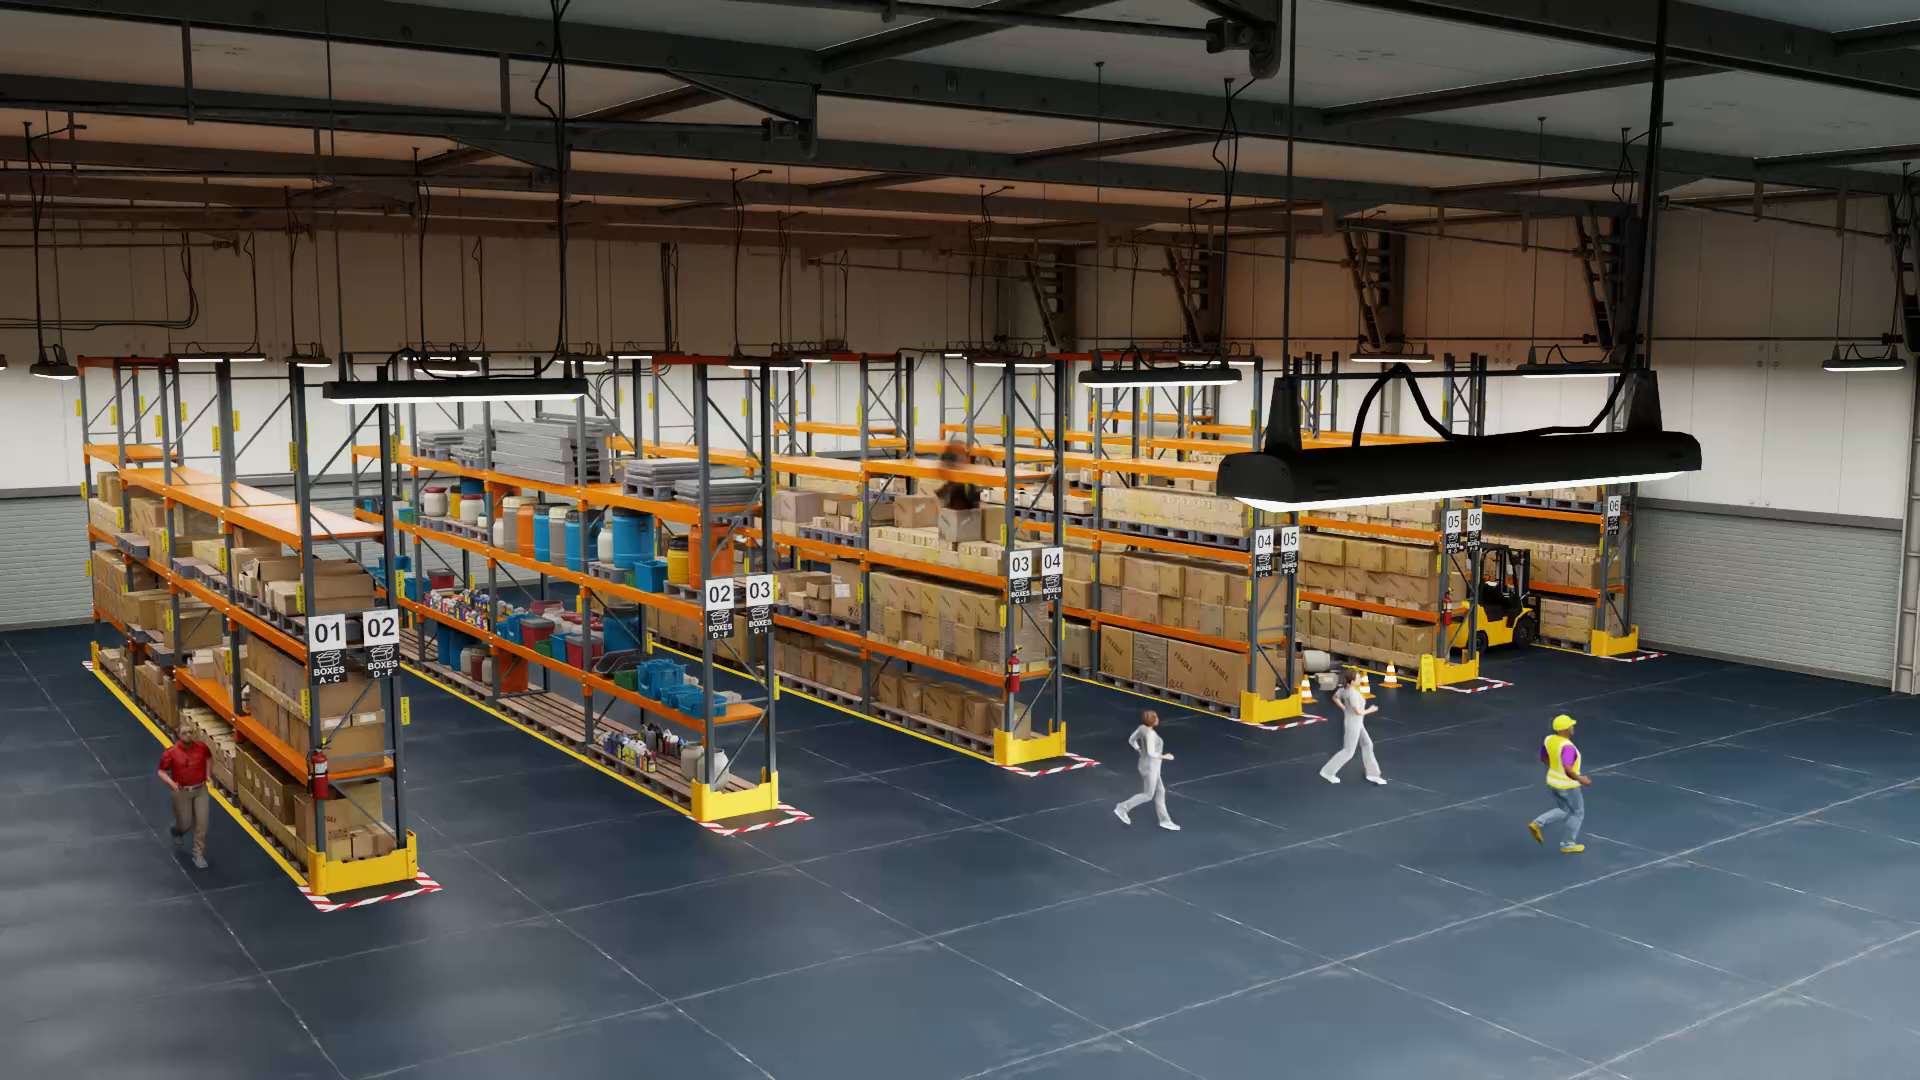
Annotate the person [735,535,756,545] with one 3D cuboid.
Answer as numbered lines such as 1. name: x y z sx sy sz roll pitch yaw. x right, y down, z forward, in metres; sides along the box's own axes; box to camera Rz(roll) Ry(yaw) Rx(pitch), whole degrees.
1. person: -5.383 0.463 41.018 0.729 1.651 0.628 5 9 38

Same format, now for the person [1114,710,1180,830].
1. person: 2.409 2.960 21.359 0.870 1.597 0.553 -1 7 -5

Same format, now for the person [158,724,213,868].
1. person: -9.347 3.066 20.162 0.663 1.717 0.816 -6 9 -41

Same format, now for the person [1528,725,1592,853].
1. person: 7.397 3.022 20.462 0.696 1.686 0.704 -1 7 -11

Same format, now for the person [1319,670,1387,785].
1. person: 5.583 2.651 23.521 0.965 1.668 0.572 1 7 6
